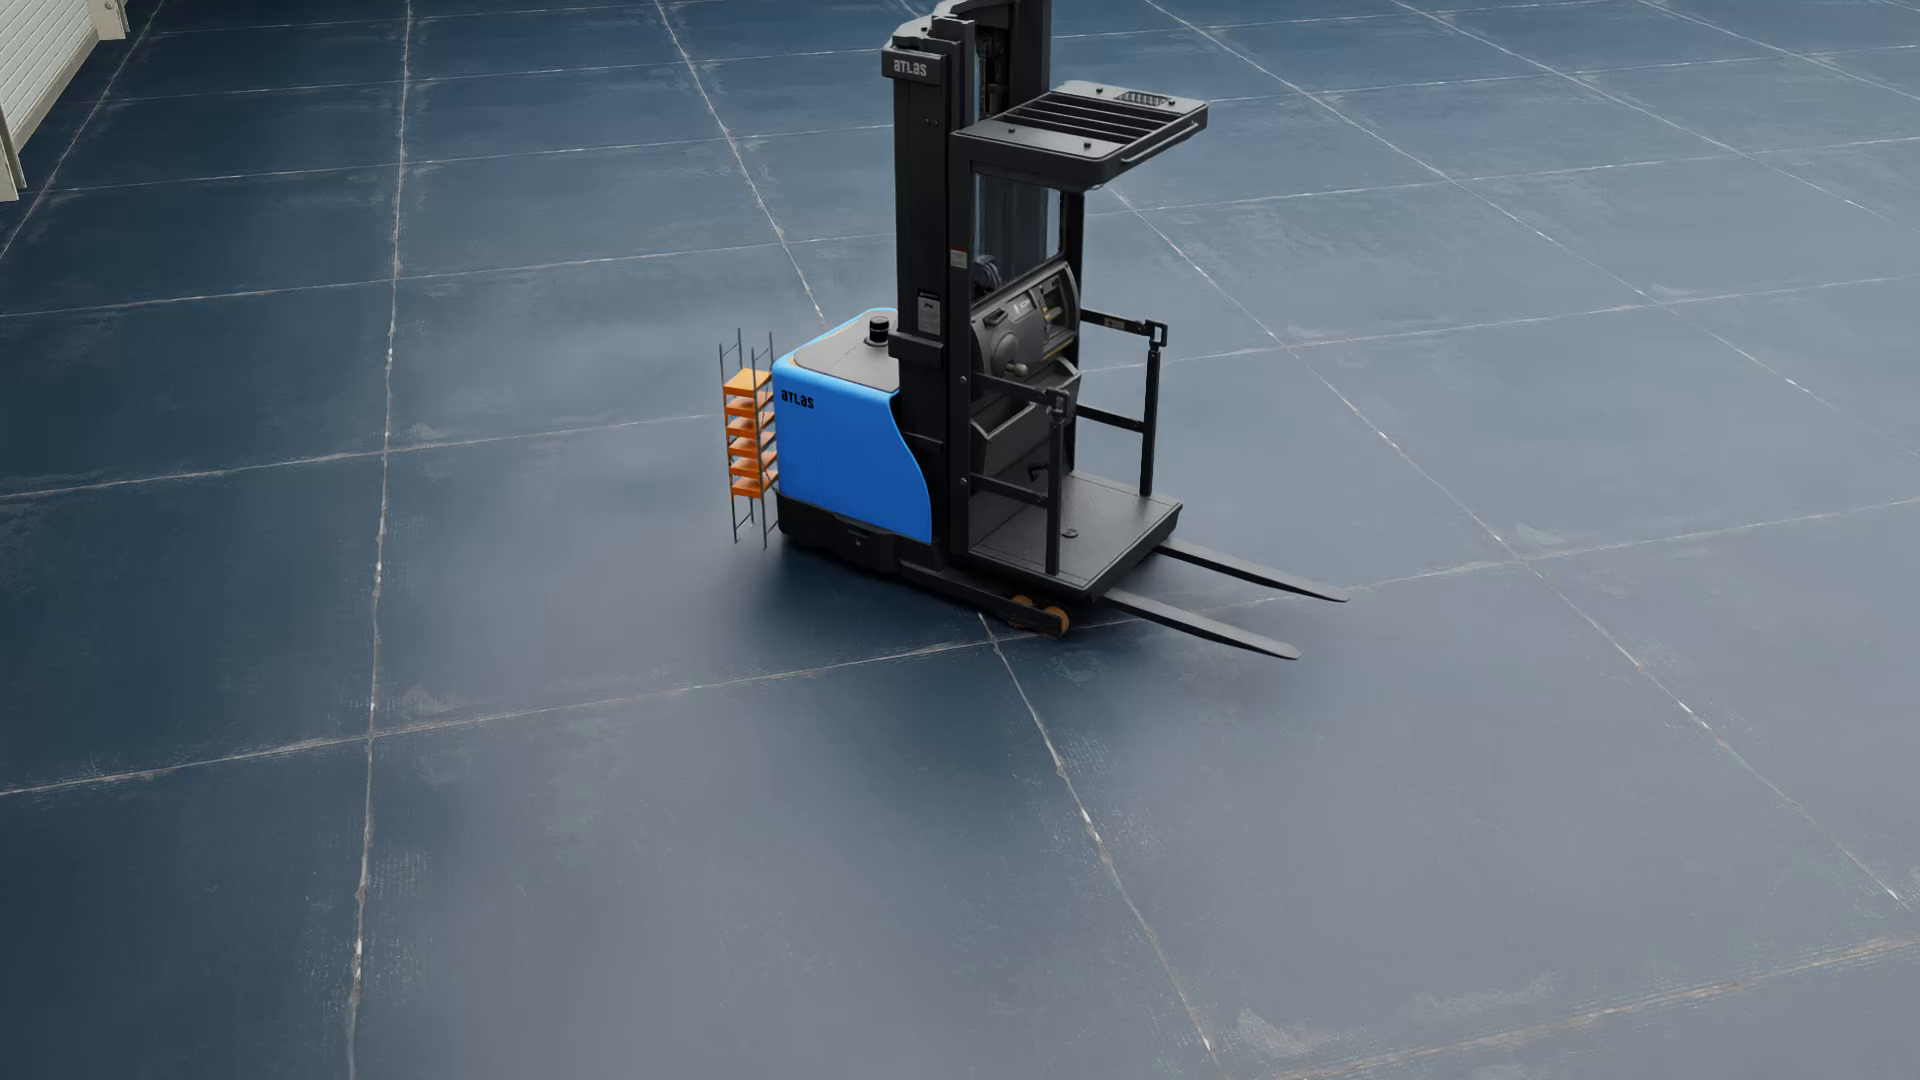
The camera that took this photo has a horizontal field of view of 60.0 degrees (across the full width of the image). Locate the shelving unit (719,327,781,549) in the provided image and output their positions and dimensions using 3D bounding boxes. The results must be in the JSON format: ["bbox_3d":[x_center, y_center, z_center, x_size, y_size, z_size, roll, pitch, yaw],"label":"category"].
[{"bbox_3d":[-1.121,-0.540,8.984,0.189,1.200,0.258,10,31,16],"label":"shelving unit"}]

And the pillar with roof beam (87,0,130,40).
[{"bbox_3d":[-5.747,-10.361,18.168,9.100,9.000,0.400,-8,31,-13],"label":"pillar with roof beam"}]

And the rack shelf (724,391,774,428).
[{"bbox_3d":[-1.120,-0.709,8.886,0.180,0.103,0.258,10,31,16],"label":"rack shelf"}]

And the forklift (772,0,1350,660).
[{"bbox_3d":[0.506,-1.070,8.172,3.031,2.935,1.130,18,35,28],"label":"forklift"}]

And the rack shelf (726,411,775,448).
[{"bbox_3d":[-1.121,-0.605,8.946,0.180,0.103,0.258,10,31,16],"label":"rack shelf"}]

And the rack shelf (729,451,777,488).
[{"bbox_3d":[-1.121,-0.397,9.067,0.180,0.103,0.258,10,31,16],"label":"rack shelf"}]

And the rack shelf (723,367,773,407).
[{"bbox_3d":[-1.120,-0.813,8.826,0.180,0.103,0.258,10,31,16],"label":"rack shelf"}]

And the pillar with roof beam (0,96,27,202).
[{"bbox_3d":[-4.154,-7.463,13.161,9.100,9.000,0.400,-8,31,-13],"label":"pillar with roof beam"}]

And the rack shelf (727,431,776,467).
[{"bbox_3d":[-1.121,-0.501,9.007,0.180,0.103,0.258,10,31,16],"label":"rack shelf"}]

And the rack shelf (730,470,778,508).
[{"bbox_3d":[-1.121,-0.293,9.127,0.180,0.103,0.258,10,31,16],"label":"rack shelf"}]

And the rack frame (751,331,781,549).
[{"bbox_3d":[-1.034,-0.525,8.958,0.006,1.200,0.240,10,31,16],"label":"rack frame"}]

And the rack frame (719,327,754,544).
[{"bbox_3d":[-1.207,-0.555,9.010,0.006,1.200,0.240,10,31,16],"label":"rack frame"}]
